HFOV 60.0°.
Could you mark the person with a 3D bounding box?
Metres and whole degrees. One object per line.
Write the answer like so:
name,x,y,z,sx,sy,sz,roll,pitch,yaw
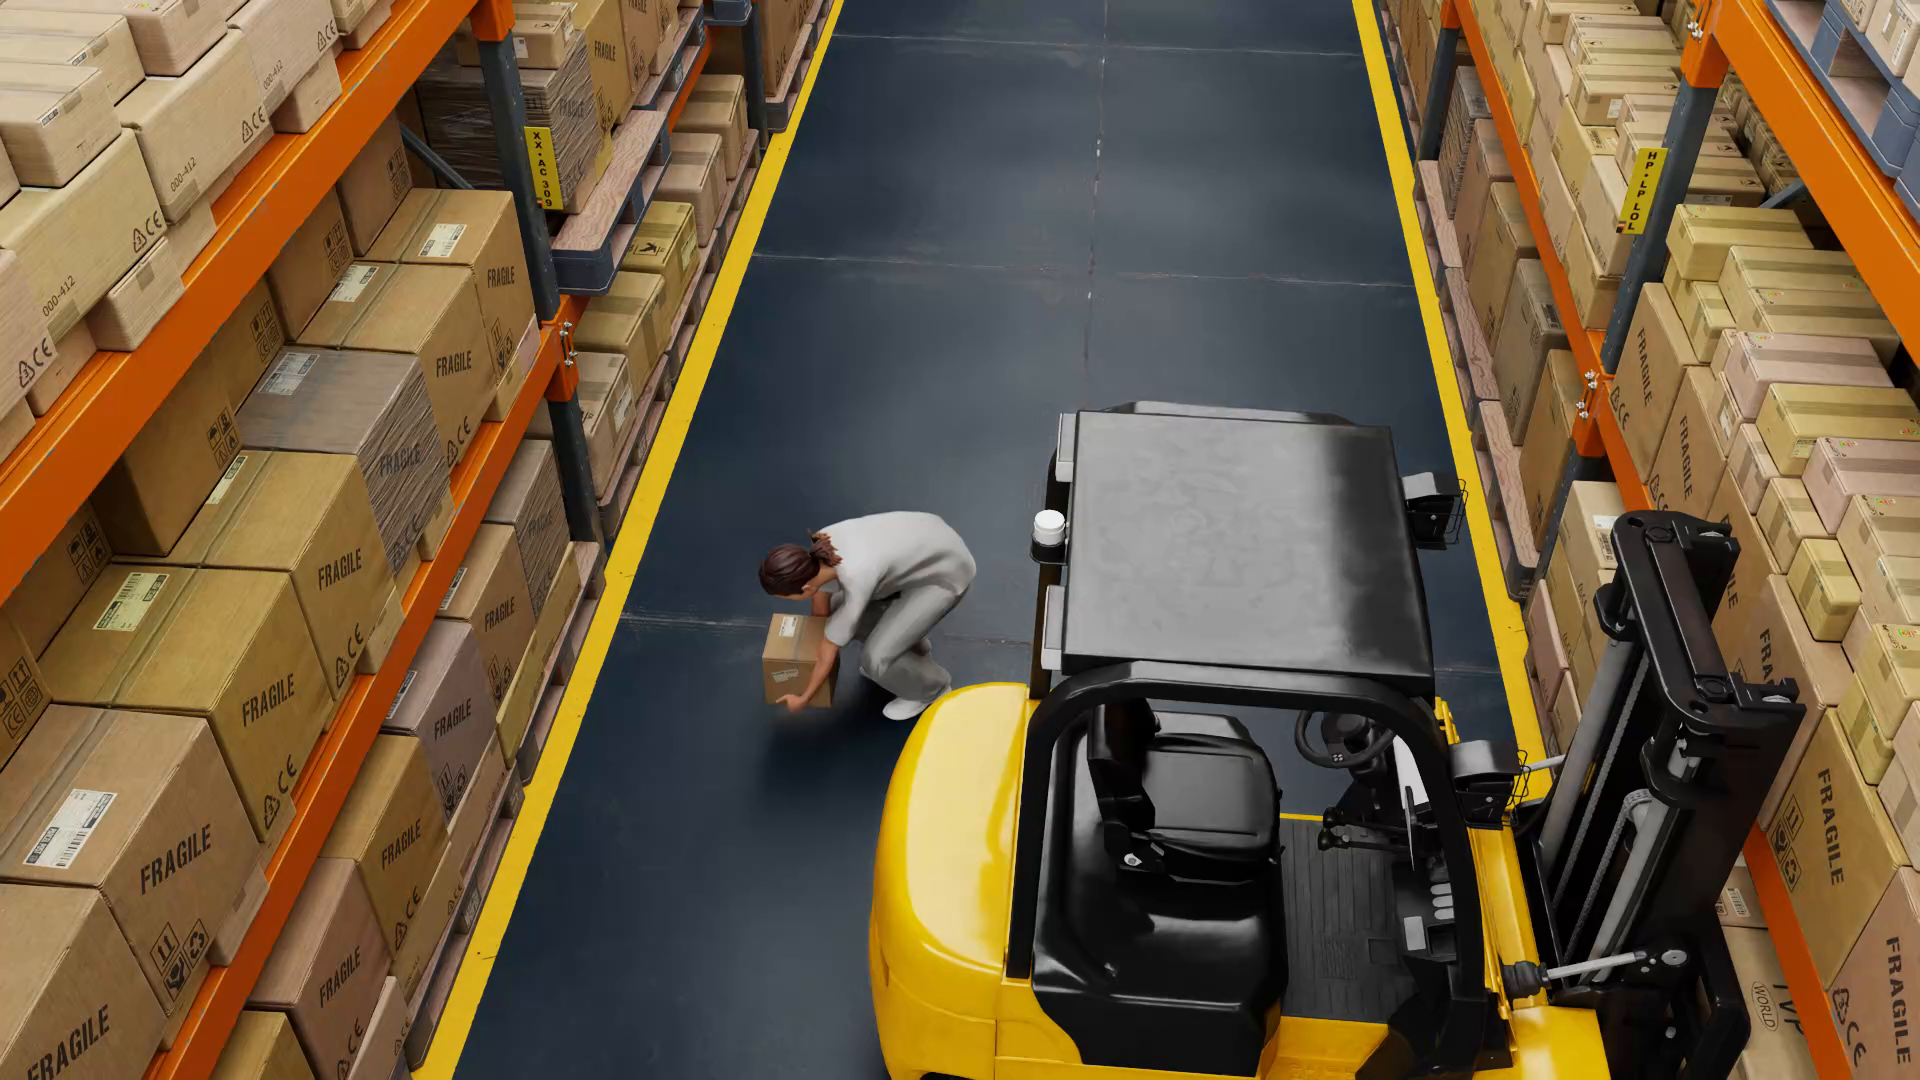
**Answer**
person,-0.353,0.282,6.399,0.852,0.935,0.474,-18,43,-20
